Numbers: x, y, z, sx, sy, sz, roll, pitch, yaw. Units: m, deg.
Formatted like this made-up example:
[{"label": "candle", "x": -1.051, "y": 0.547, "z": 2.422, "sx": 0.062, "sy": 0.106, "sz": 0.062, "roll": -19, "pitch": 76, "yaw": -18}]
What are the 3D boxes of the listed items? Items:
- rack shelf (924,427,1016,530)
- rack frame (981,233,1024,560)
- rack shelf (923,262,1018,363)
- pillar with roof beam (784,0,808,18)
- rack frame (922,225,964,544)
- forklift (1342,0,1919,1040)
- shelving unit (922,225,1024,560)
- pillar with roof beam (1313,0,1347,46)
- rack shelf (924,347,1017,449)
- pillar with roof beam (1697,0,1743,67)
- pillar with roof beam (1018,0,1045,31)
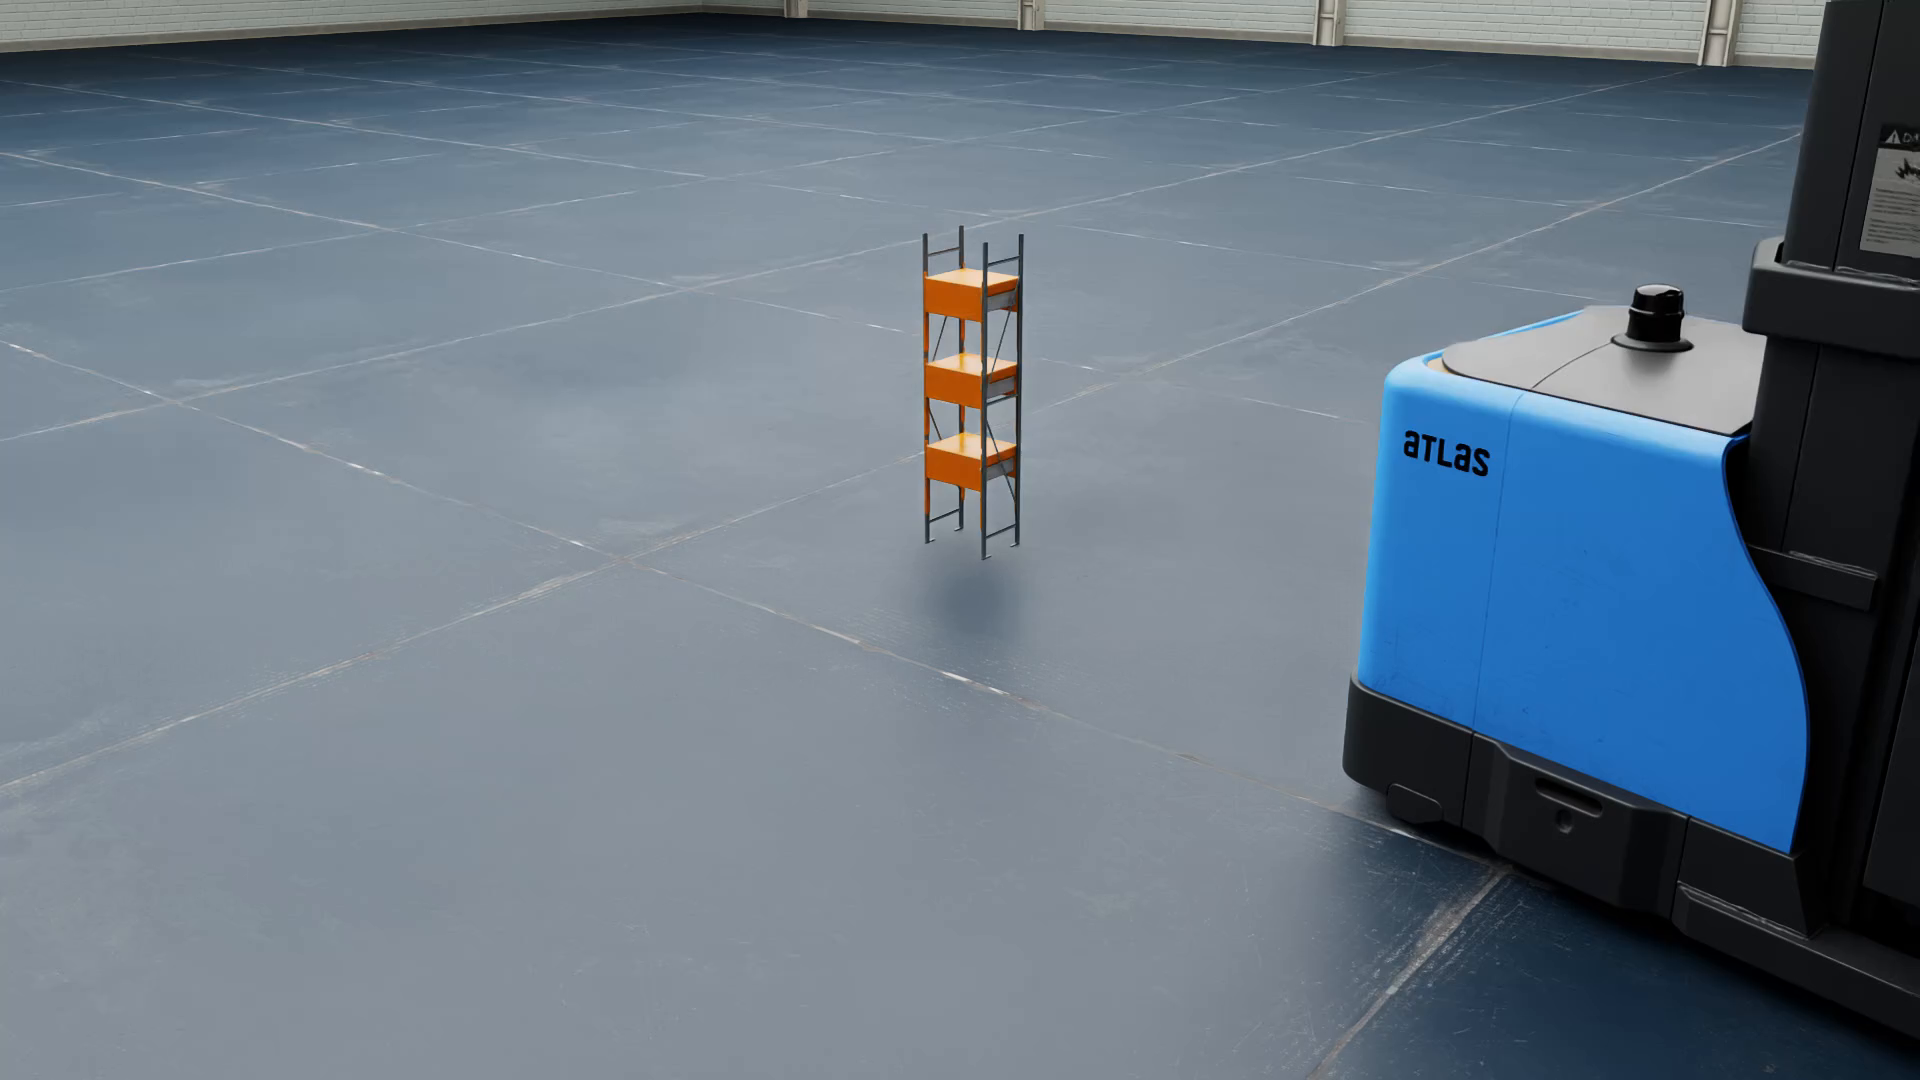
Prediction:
[{"label": "rack shelf", "x": 0.041, "y": -0.209, "z": 5.553, "sx": 0.240, "sy": 0.259, "sz": 0.215, "roll": 16, "pitch": 26, "yaw": 36}, {"label": "rack frame", "x": 0.136, "y": -0.452, "z": 5.379, "sx": 0.008, "sy": 1.050, "sz": 0.200, "roll": 16, "pitch": 26, "yaw": 36}, {"label": "rack shelf", "x": 0.041, "y": -0.735, "z": 5.355, "sx": 0.240, "sy": 0.259, "sz": 0.215, "roll": 16, "pitch": 26, "yaw": 36}, {"label": "pillar with roof beam", "x": -6.067, "y": -13.716, "z": 29.288, "sx": 0.400, "sy": 9.000, "sz": 9.100, "roll": 16, "pitch": 26, "yaw": 36}, {"label": "rack frame", "x": -0.053, "y": -0.507, "z": 5.523, "sx": 0.008, "sy": 1.050, "sz": 0.200, "roll": 16, "pitch": 26, "yaw": 36}, {"label": "forklift", "x": 2.272, "y": -0.476, "z": 2.778, "sx": 1.130, "sy": 2.935, "sz": 3.031, "roll": -17, "pitch": 27, "yaw": -38}, {"label": "shelving unit", "x": 0.041, "y": -0.479, "z": 5.451, "sx": 0.252, "sy": 1.050, "sz": 0.215, "roll": 16, "pitch": 26, "yaw": 36}, {"label": "pillar with roof beam", "x": 3.230, "y": -11.039, "z": 22.188, "sx": 0.400, "sy": 9.000, "sz": 9.100, "roll": 16, "pitch": 26, "yaw": 36}, {"label": "rack shelf", "x": 0.041, "y": -0.469, "z": 5.455, "sx": 0.240, "sy": 0.259, "sz": 0.215, "roll": 16, "pitch": 26, "yaw": 36}, {"label": "pillar with roof beam", "x": 7.878, "y": -9.701, "z": 18.639, "sx": 0.400, "sy": 9.000, "sz": 9.100, "roll": 16, "pitch": 26, "yaw": 36}, {"label": "pillar with roof beam", "x": -1.419, "y": -12.378, "z": 25.738, "sx": 0.400, "sy": 9.000, "sz": 9.100, "roll": 16, "pitch": 26, "yaw": 36}]
